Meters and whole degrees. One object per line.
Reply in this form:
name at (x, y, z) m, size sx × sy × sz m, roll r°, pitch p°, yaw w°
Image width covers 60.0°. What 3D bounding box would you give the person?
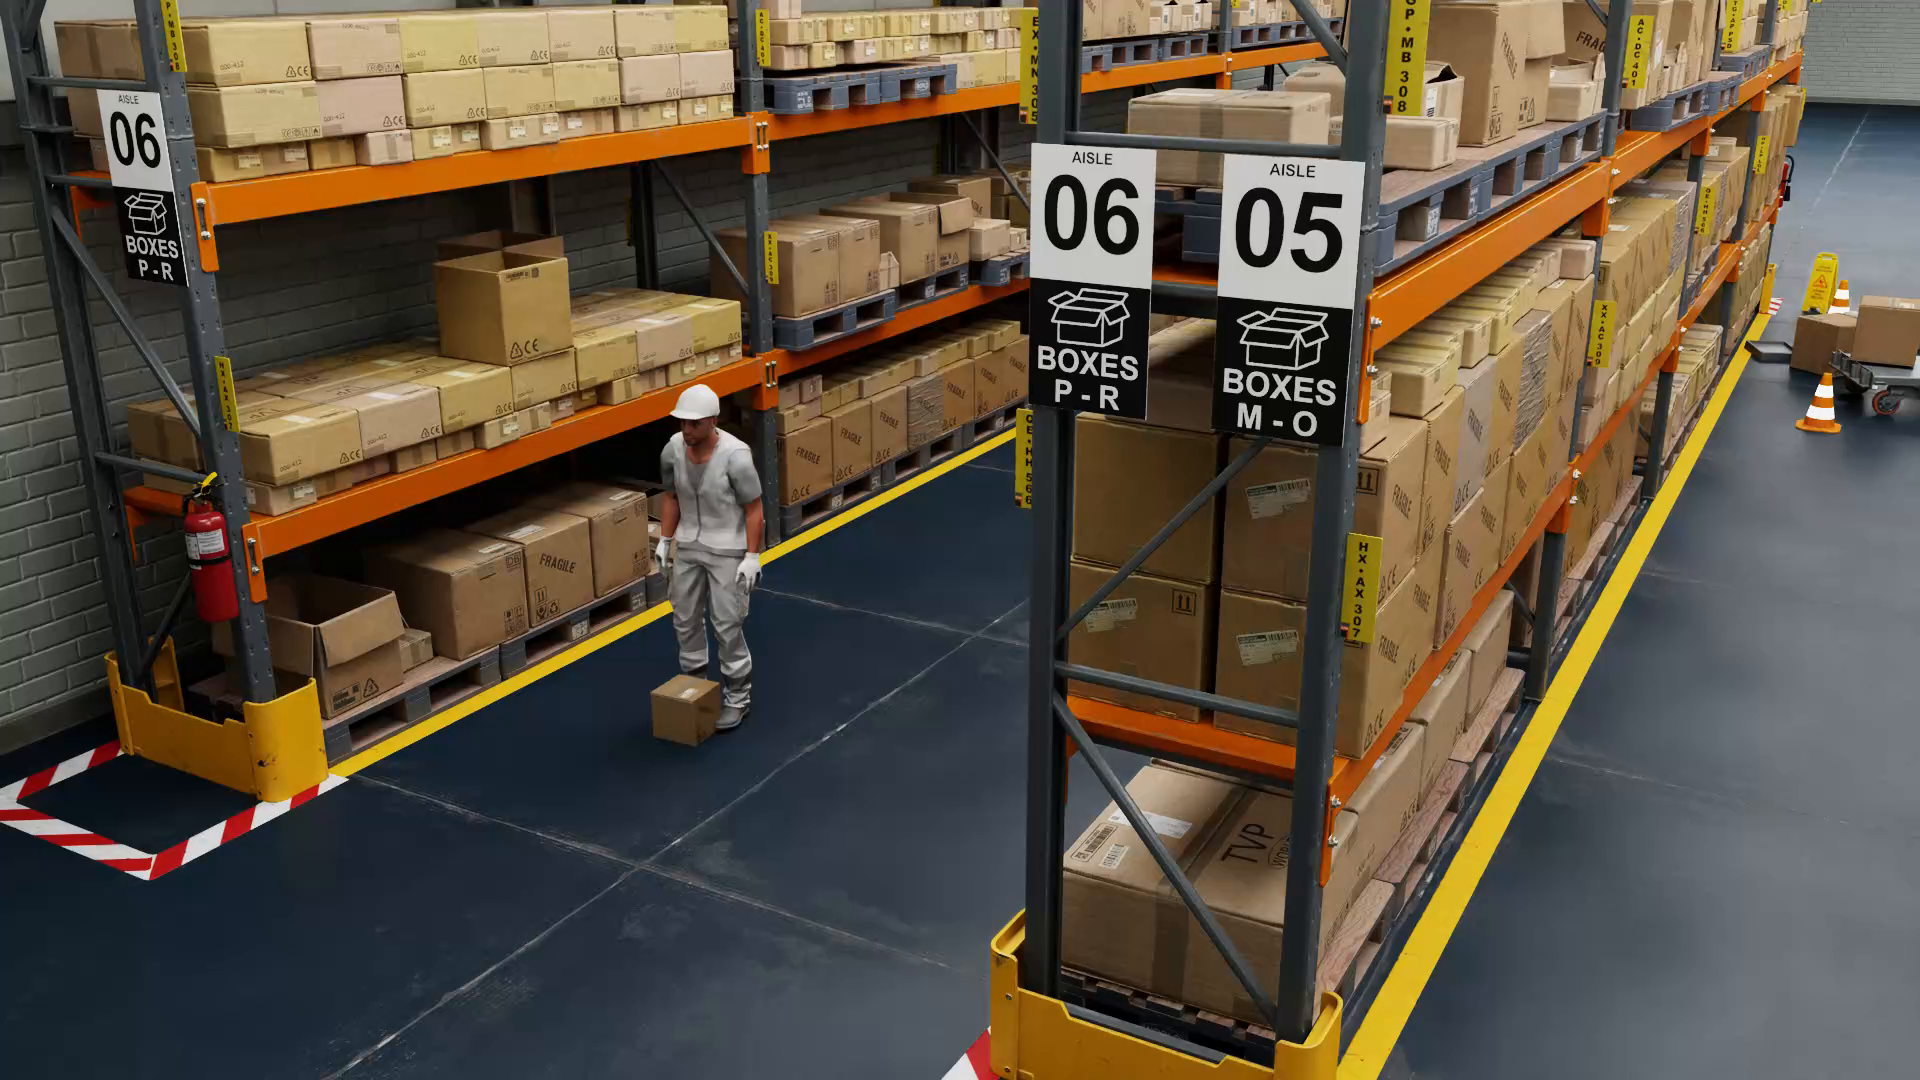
person at (-1.263, 0.075, 8.331) m, size 0.610 × 1.777 × 0.451 m, roll 9°, pitch 21°, yaw 24°
